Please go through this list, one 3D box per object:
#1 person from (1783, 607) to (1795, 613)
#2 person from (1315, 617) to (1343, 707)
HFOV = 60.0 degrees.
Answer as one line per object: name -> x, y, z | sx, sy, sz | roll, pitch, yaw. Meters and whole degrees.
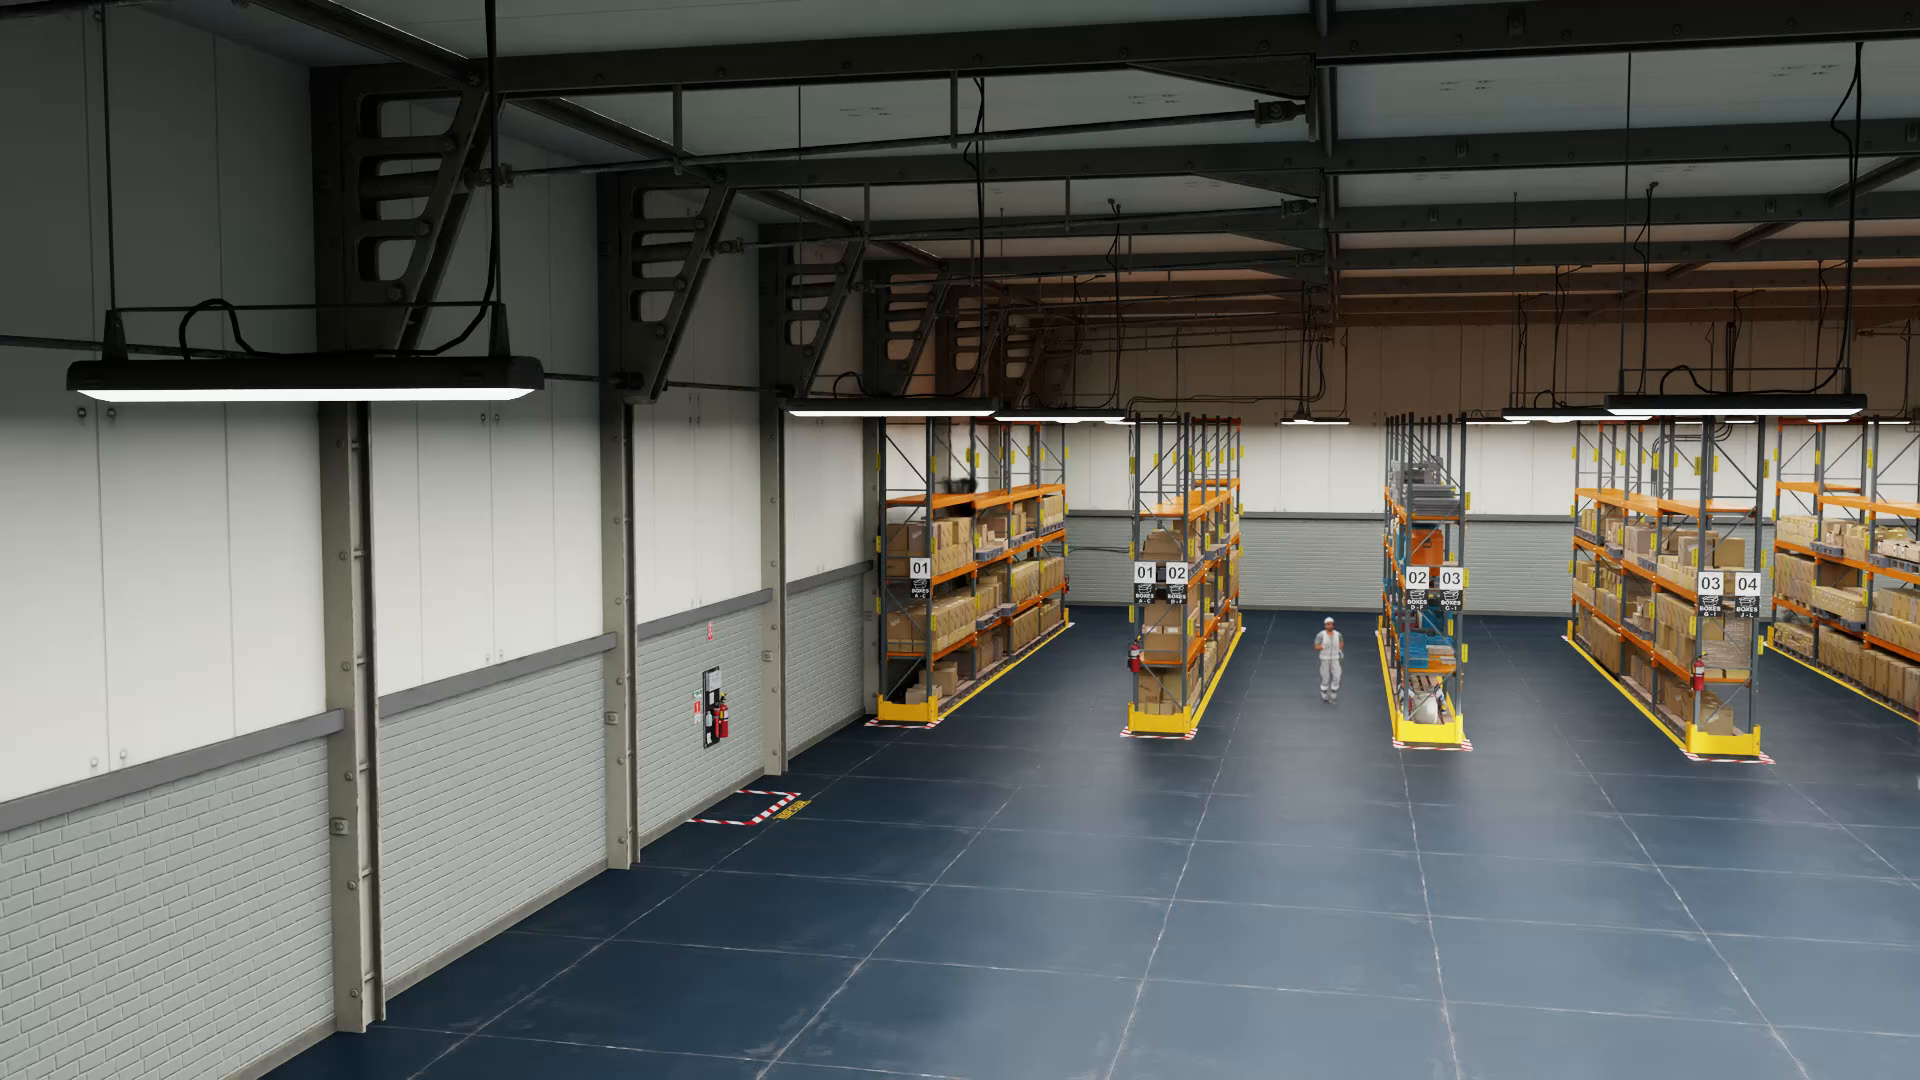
person -> 22.307, 1.918, 44.806 | 0.574, 1.517, 0.759 | -3, 5, -41
person -> 7.626, 2.511, 34.267 | 0.632, 1.824, 0.705 | 0, 4, 1
